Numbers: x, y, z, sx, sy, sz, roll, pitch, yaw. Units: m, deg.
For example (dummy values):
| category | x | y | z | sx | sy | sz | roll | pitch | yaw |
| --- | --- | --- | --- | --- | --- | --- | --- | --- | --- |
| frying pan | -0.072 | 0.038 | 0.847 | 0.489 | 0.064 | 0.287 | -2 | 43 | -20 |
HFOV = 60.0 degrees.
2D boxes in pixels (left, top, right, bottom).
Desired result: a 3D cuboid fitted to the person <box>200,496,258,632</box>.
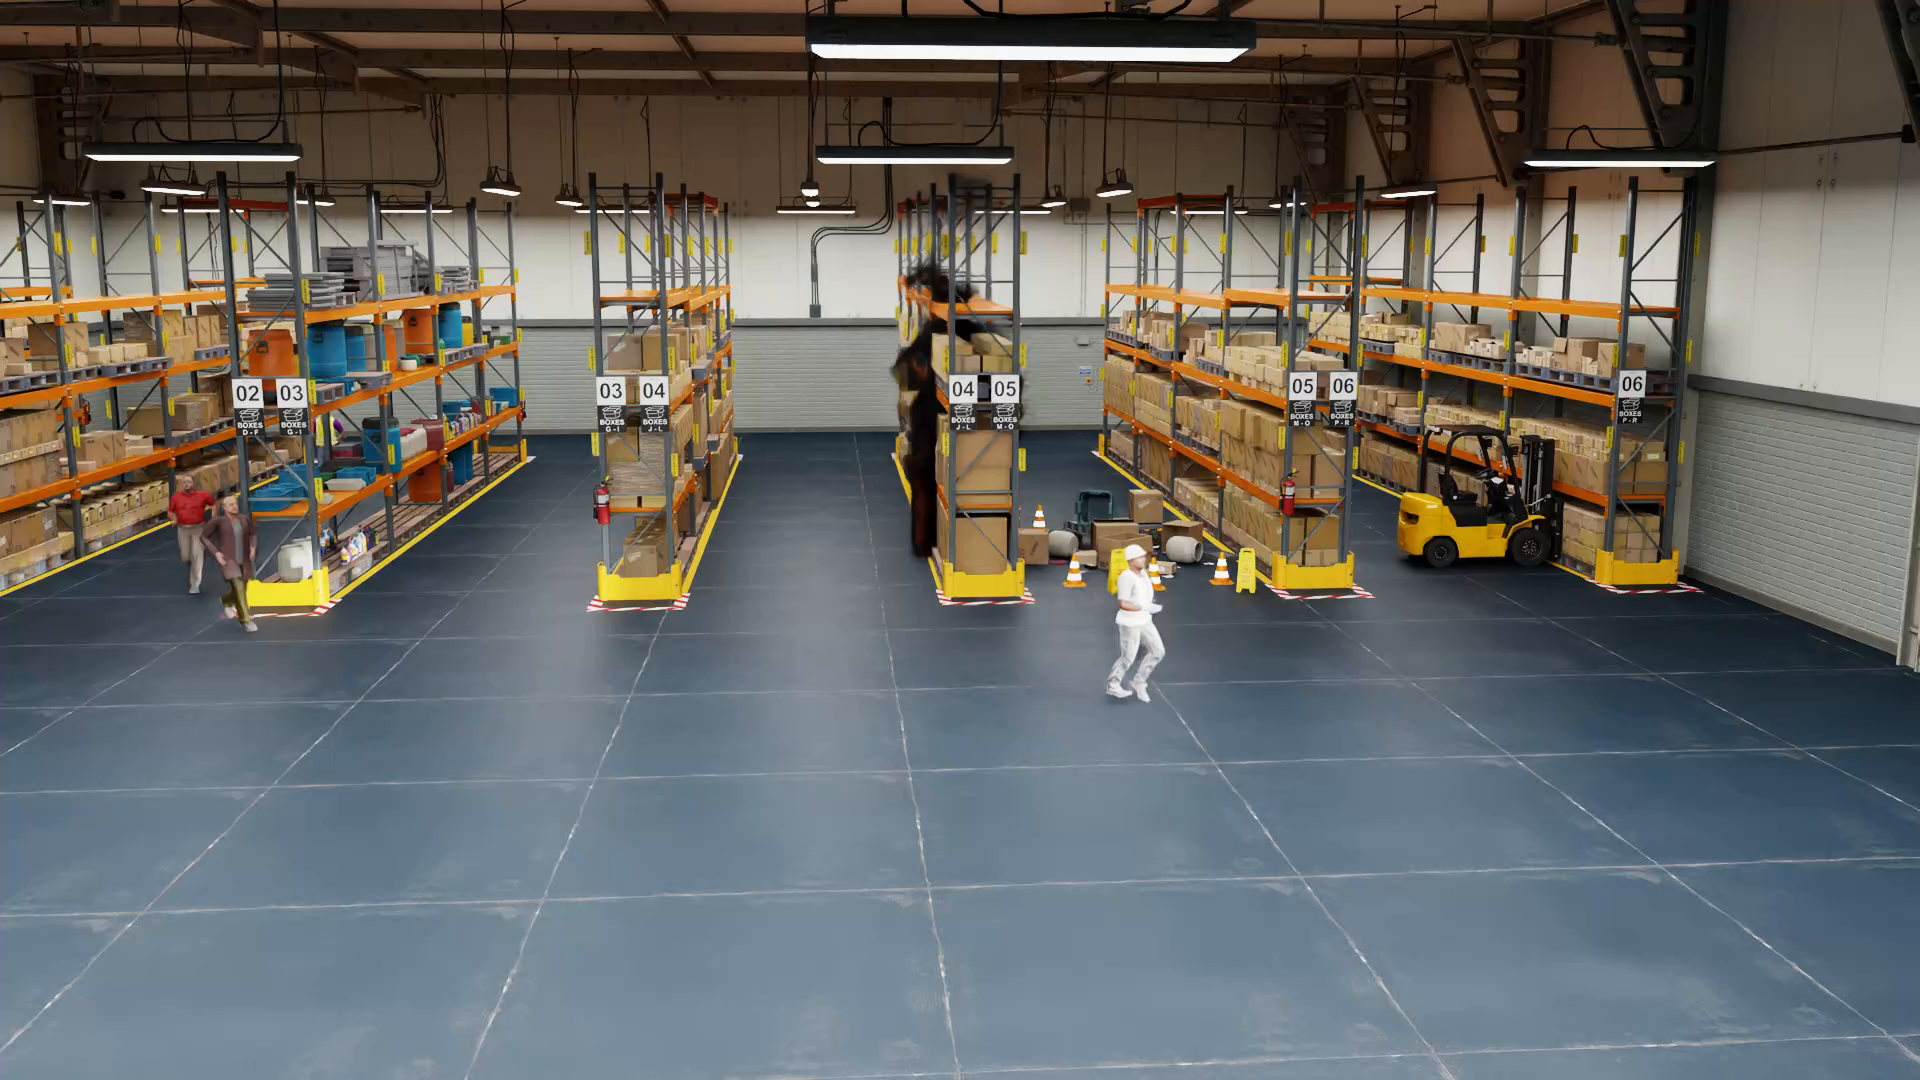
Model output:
| category | x | y | z | sx | sy | sz | roll | pitch | yaw |
| --- | --- | --- | --- | --- | --- | --- | --- | --- | --- |
| person | -9.607 | 0.292 | 21.978 | 0.968 | 1.766 | 0.715 | 7 | 12 | 36 |

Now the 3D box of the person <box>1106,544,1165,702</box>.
| category | x | y | z | sx | sy | sz | roll | pitch | yaw |
| --- | --- | --- | --- | --- | --- | --- | --- | --- | --- |
| person | 1.954 | 0.938 | 18.323 | 0.720 | 1.802 | 0.653 | 7 | 12 | 33 |

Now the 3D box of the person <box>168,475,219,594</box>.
| category | x | y | z | sx | sy | sz | roll | pitch | yaw |
| --- | --- | --- | --- | --- | --- | --- | --- | --- | --- |
| person | -11.274 | -0.115 | 24.442 | 0.678 | 1.693 | 0.972 | -2 | 10 | -12 |

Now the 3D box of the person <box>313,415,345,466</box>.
| category | x | y | z | sx | sy | sz | roll | pitch | yaw |
| --- | --- | --- | --- | --- | --- | --- | --- | --- | --- |
| person | -13.315 | -1.982 | 34.978 | 0.708 | 1.724 | 0.708 | -2 | 10 | -13 |
